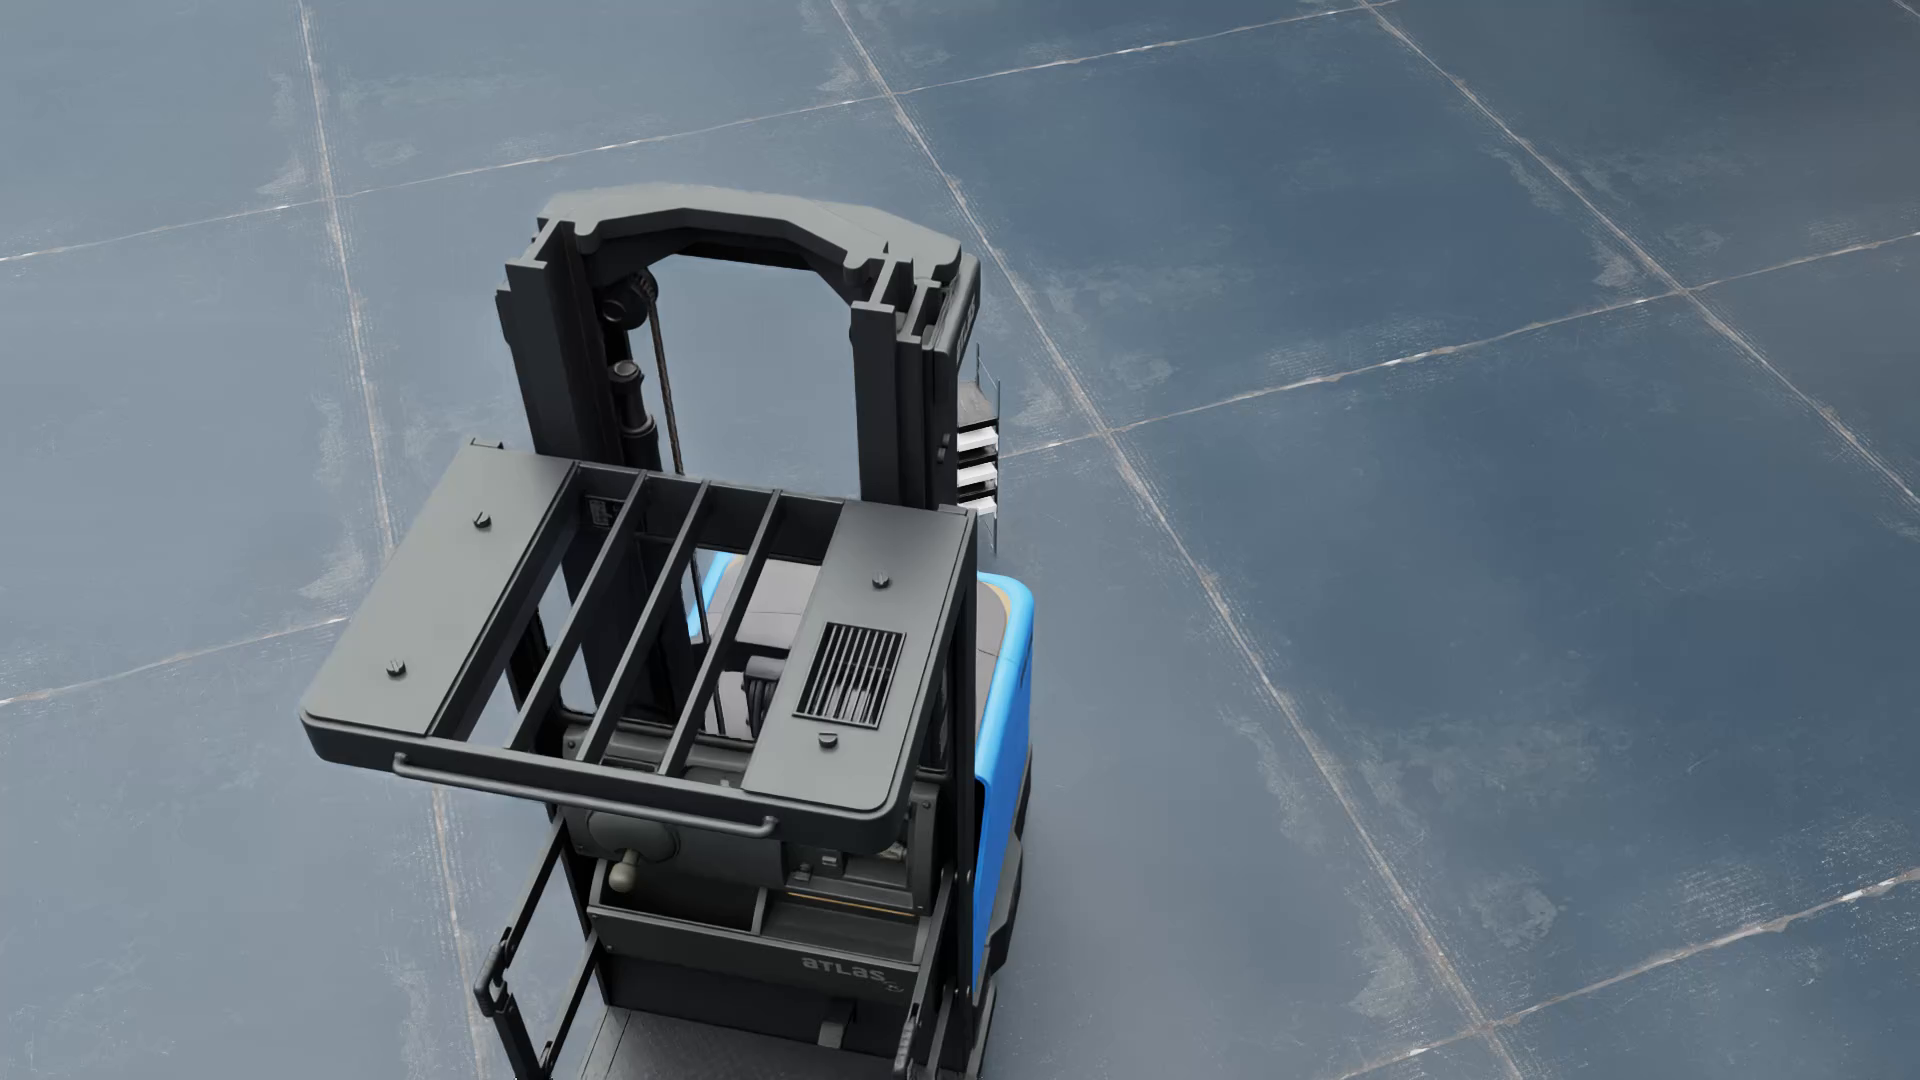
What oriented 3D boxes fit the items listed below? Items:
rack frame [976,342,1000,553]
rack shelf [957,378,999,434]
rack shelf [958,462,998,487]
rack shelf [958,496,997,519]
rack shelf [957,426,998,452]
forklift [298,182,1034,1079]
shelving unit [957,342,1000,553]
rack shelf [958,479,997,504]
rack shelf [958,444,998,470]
[{"bbox_3d":[0.103,-0.344,6.458,0.006,0.900,0.240,-14,47,-14],"label":"rack frame"},{"bbox_3d":[0.008,-0.487,6.266,0.200,0.077,0.258,-14,47,-14],"label":"rack shelf"},{"bbox_3d":[0.008,-0.296,6.457,0.200,0.077,0.258,-14,47,-14],"label":"rack shelf"},{"bbox_3d":[0.008,-0.169,6.584,0.200,0.077,0.258,-14,47,-14],"label":"rack shelf"},{"bbox_3d":[0.008,-0.423,6.329,0.200,0.077,0.258,-14,47,-14],"label":"rack shelf"},{"bbox_3d":[-0.557,0.798,3.885,1.130,2.935,3.031,8,46,8],"label":"forklift"},{"bbox_3d":[0.008,-0.320,6.433,0.210,0.900,0.258,-14,47,-14],"label":"shelving unit"},{"bbox_3d":[0.008,-0.233,6.521,0.200,0.077,0.258,-14,47,-14],"label":"rack shelf"},{"bbox_3d":[0.008,-0.360,6.393,0.200,0.077,0.258,-14,47,-14],"label":"rack shelf"}]
